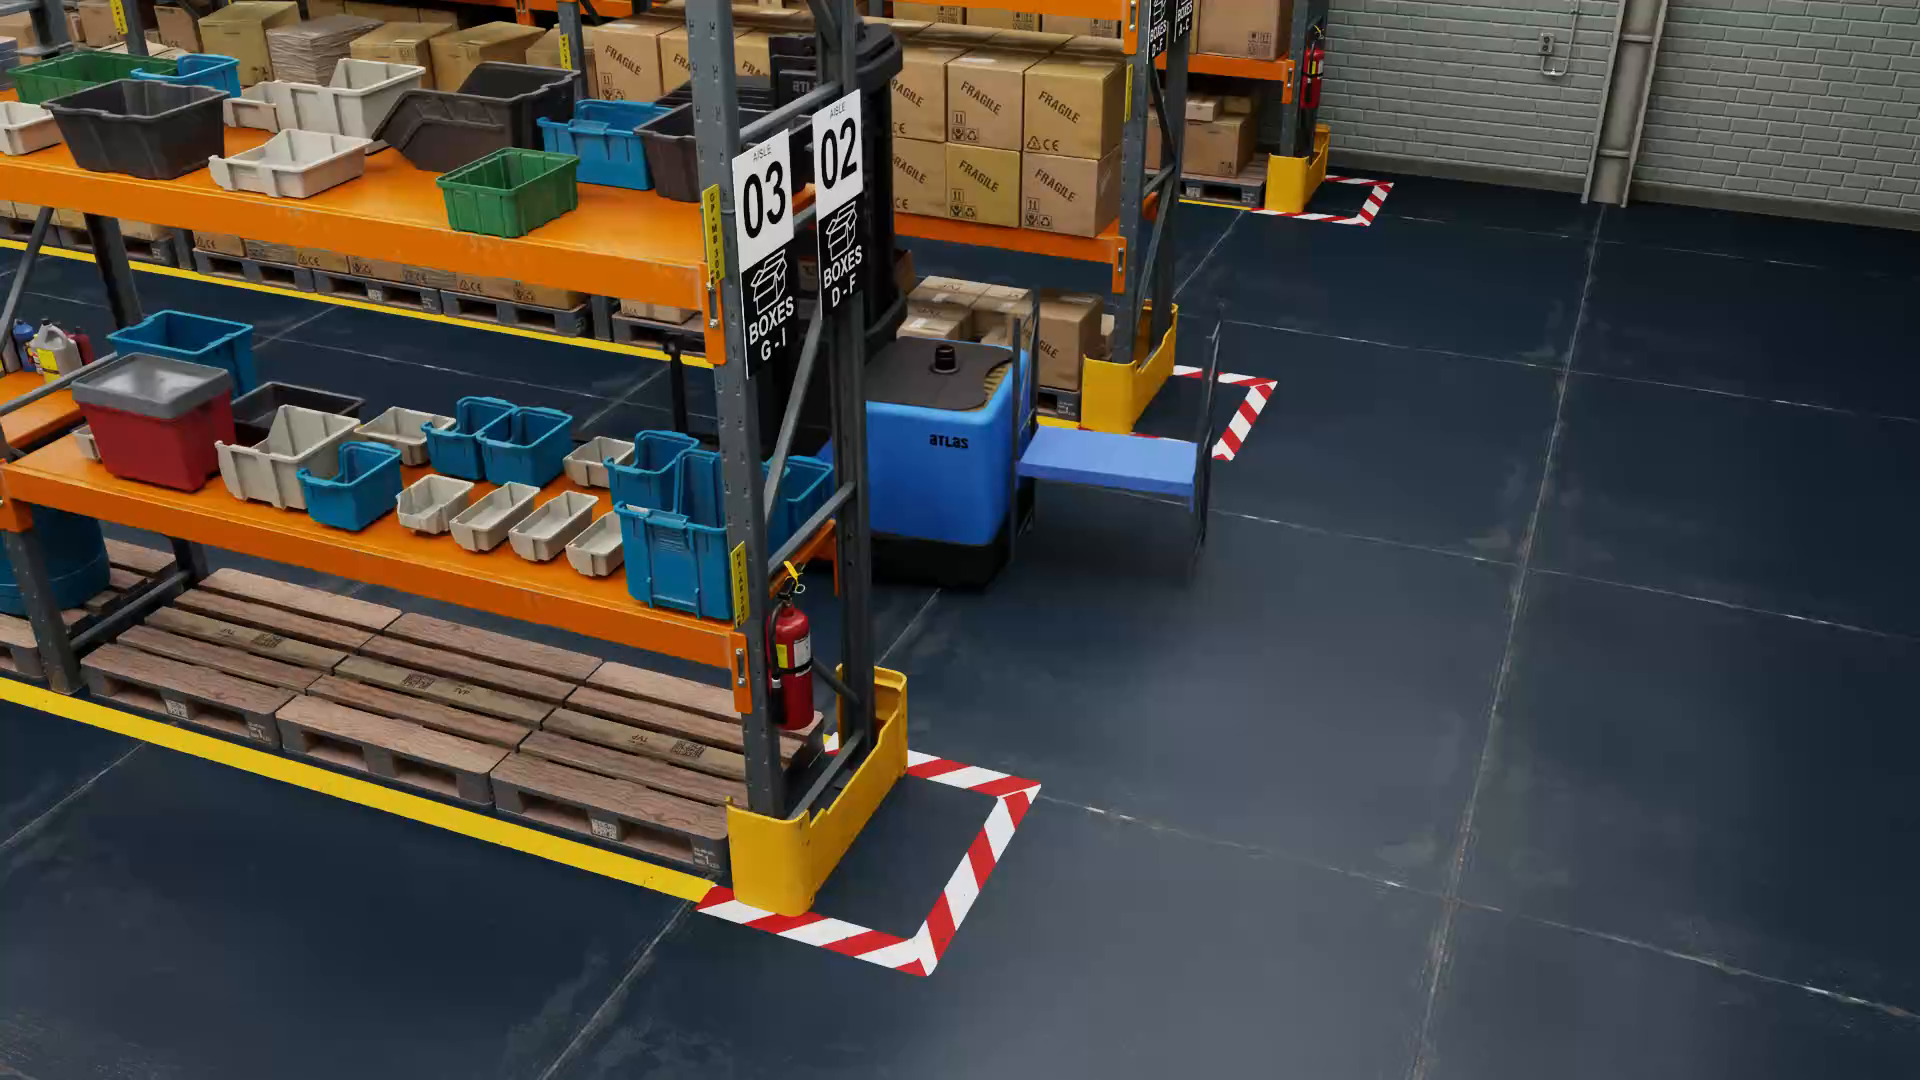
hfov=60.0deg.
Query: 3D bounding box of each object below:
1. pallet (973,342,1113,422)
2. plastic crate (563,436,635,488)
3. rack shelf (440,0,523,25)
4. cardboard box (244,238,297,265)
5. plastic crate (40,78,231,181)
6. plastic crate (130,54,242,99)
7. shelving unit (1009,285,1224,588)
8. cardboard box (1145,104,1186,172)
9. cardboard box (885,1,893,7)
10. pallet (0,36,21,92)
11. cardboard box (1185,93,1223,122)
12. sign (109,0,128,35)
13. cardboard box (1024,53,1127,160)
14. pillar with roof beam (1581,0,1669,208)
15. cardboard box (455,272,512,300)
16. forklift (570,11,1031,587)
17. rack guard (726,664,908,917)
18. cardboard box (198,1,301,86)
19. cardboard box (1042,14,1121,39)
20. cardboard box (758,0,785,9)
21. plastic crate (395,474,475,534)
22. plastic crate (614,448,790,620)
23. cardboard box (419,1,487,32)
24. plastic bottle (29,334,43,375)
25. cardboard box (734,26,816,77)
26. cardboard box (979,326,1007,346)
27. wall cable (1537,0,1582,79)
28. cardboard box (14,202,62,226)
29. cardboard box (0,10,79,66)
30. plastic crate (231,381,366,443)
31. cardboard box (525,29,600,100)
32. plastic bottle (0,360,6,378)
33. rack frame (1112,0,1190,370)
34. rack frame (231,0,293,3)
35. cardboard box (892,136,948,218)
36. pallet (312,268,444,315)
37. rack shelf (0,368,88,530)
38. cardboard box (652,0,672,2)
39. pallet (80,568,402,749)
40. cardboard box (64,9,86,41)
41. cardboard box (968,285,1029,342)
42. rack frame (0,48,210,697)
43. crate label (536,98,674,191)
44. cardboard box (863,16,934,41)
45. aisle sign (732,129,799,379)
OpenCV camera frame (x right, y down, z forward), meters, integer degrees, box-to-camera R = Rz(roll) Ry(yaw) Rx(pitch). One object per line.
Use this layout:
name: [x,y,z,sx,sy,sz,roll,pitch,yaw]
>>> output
pallet: [0.425,-1.220,11.694,1.213,0.211,1.003,11,31,19]
plastic crate: [-1.631,-0.345,7.518,0.298,0.136,0.250,11,31,19]
rack shelf: [-6.173,-6.069,18.170,4.000,0.370,1.077,11,31,19]
cardboard box: [-5.377,-2.547,13.301,0.500,0.500,0.500,10,31,17]
plastic crate: [-3.290,-1.649,6.703,0.590,0.269,0.497,11,31,19]
plastic crate: [-3.374,-1.965,7.300,0.300,0.233,0.416,11,31,19]
shelving unit: [0.853,-0.571,9.236,1.048,1.500,0.538,8,30,13]
cardboard box: [1.944,-3.803,15.544,0.500,0.500,0.700,11,31,19]
cardboard box: [-0.849,-5.324,16.356,0.250,0.149,0.380,10,31,17]
pallet: [-5.101,-2.079,7.523,1.003,0.211,1.213,11,31,19]
cardboard box: [2.220,-3.934,15.115,0.250,0.149,0.380,11,31,19]
sign: [-6.384,-4.003,12.607,0.005,0.325,0.100,11,31,19]
cardboard box: [0.719,-2.708,10.376,0.500,0.500,0.500,11,31,19]
pillar with roof beam: [4.302,-5.076,9.585,0.400,9.000,9.100,11,31,19]
cardboard box: [-3.492,-2.172,12.637,0.500,0.500,0.500,11,31,19]
forklift: [-1.158,-1.407,9.261,3.031,2.935,1.130,8,30,13]
rack guard: [-0.604,1.072,7.346,0.348,0.500,1.175,11,31,19]
cardboard box: [-5.553,-3.914,13.098,0.500,0.500,0.700,1,30,2]
cardboard box: [1.236,-5.027,15.291,0.700,0.700,0.980,10,31,17]
cardboard box: [-1.765,-5.231,16.192,0.250,0.149,0.380,11,31,19]
plastic crate: [-2.267,-0.141,7.159,0.250,0.136,0.298,11,31,19]
plastic crate: [-1.012,-0.033,6.663,0.499,0.435,0.616,11,31,19]
cardboard box: [-5.511,-5.685,18.091,0.500,0.250,0.500,12,32,20]
plastic bottle: [-4.755,-0.968,8.617,0.097,0.201,0.097,0,29,0]
cardboard box: [-1.187,-3.085,11.043,0.500,0.500,0.500,10,31,18]
cardboard box: [0.297,-1.335,11.496,0.250,0.166,0.380,11,31,19]
wall cable: [4.636,-5.169,14.814,1.851,1.984,0.084,11,31,19]
cardboard box: [-7.702,-2.913,14.223,0.500,0.250,0.500,12,32,20]
cardboard box: [-7.740,-4.099,13.852,0.500,0.500,0.500,10,31,16]
plastic crate: [-3.200,-0.577,7.940,0.590,0.125,0.437,11,31,19]
cardboard box: [-2.827,-3.429,12.239,0.500,0.500,0.700,1,30,2]
plastic bottle: [-4.992,-0.935,8.558,0.097,0.201,0.097,0,29,0]
rack frame: [1.235,-2.273,10.722,0.127,3.000,1.000,11,31,19]
rack frame: [-8.026,-6.752,18.647,0.127,3.000,1.000,11,31,19]
cardboard box: [-0.225,-2.464,10.960,0.500,0.500,0.500,12,31,20]
pallet: [-4.374,-2.157,13.352,1.213,0.211,1.003,11,31,19]
rack shelf: [-6.191,-0.812,8.869,4.000,0.370,1.077,11,31,19]
cardboard box: [-2.899,-5.520,16.702,0.250,0.149,0.380,12,32,20]
pallet: [-3.642,0.577,8.514,1.213,0.211,1.003,11,31,19]
cardboard box: [-10.597,-6.239,20.024,0.500,0.311,0.500,14,32,23]
cardboard box: [0.374,-1.590,11.861,0.500,0.250,0.500,11,31,19]
rack frame: [-4.338,-0.755,8.037,0.127,3.000,1.000,11,31,19]
crate label: [-1.365,-1.574,6.589,0.502,0.251,0.408,11,31,19]
cardboard box: [-0.498,-3.235,11.308,0.500,0.500,0.500,11,31,19]
aisle sign: [-0.675,-1.000,5.828,0.004,0.787,0.394,11,31,19]
